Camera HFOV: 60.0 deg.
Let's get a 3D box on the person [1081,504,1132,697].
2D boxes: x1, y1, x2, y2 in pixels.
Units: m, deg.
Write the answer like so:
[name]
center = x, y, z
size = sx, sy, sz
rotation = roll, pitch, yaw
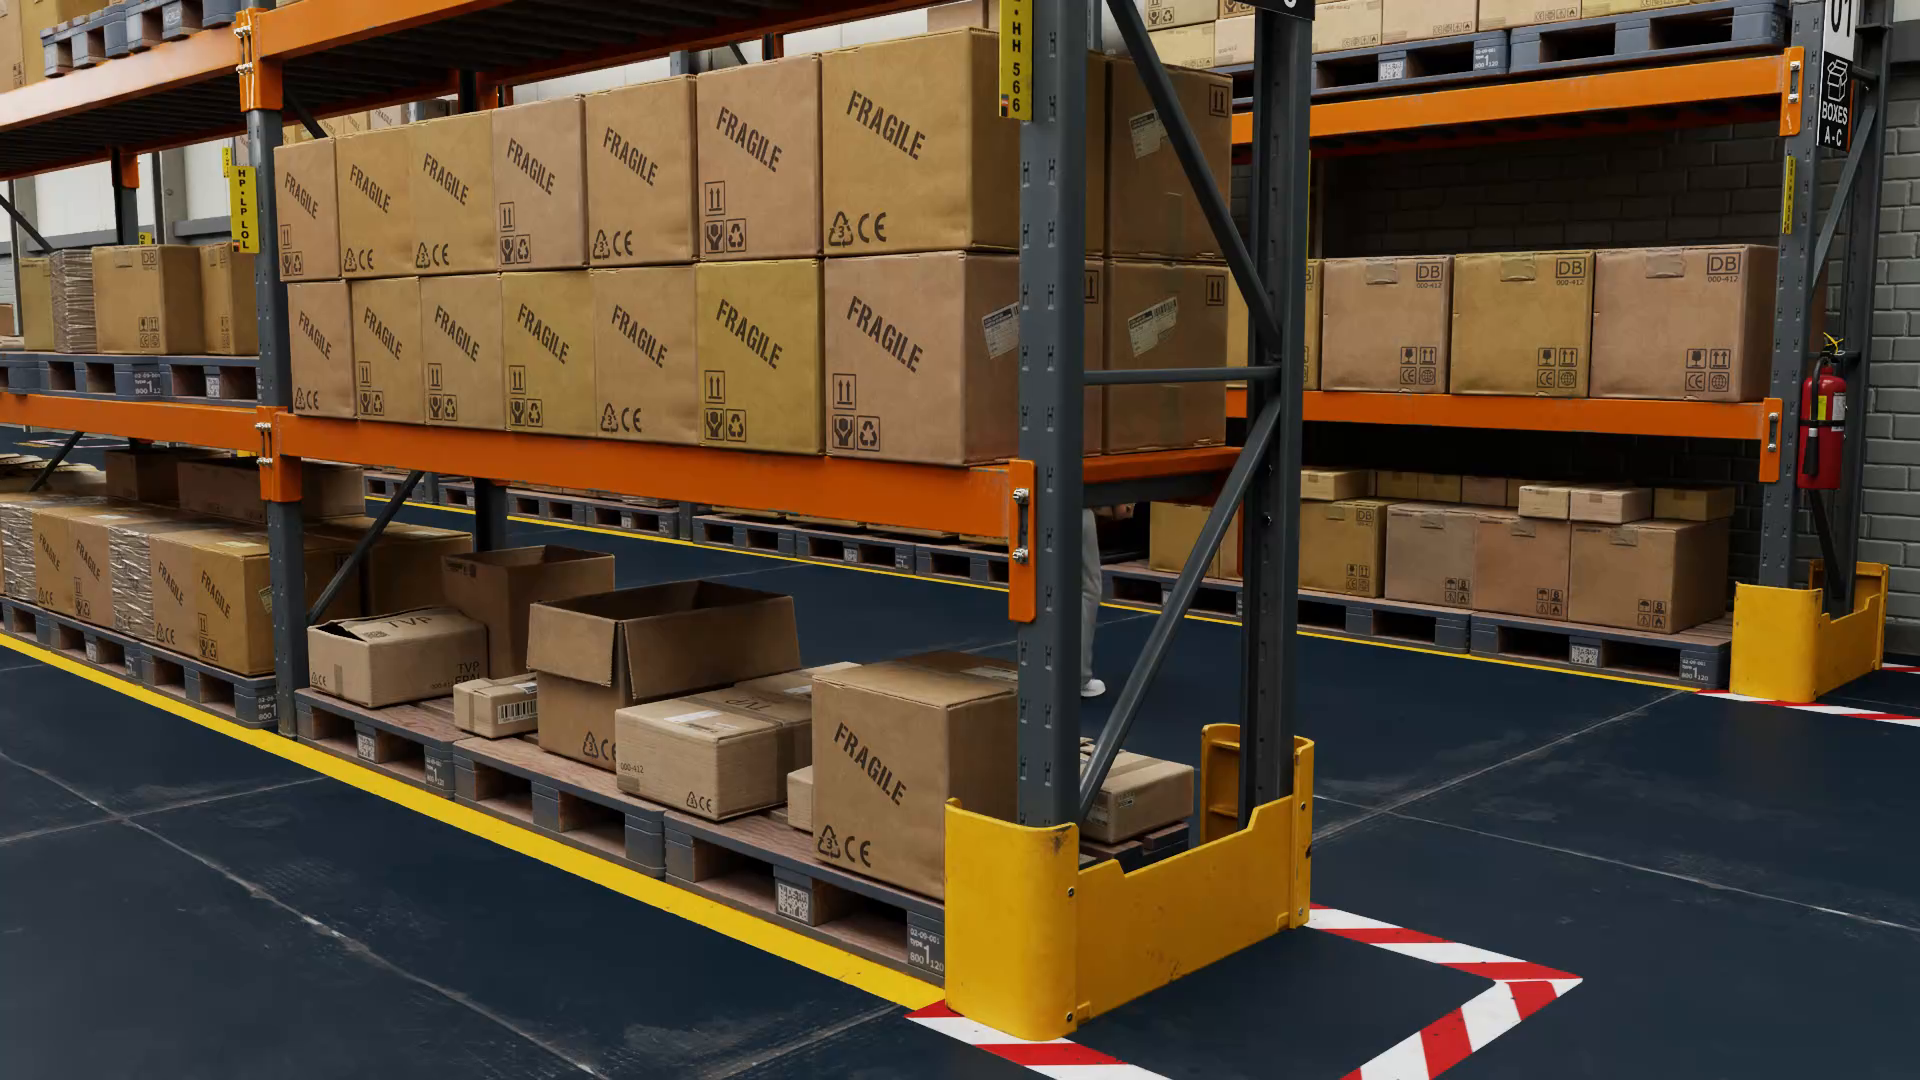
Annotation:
[person]
center = 0.496, -0.136, 7.457
size = 0.409, 1.658, 0.519
rotation = 7, 10, 42
